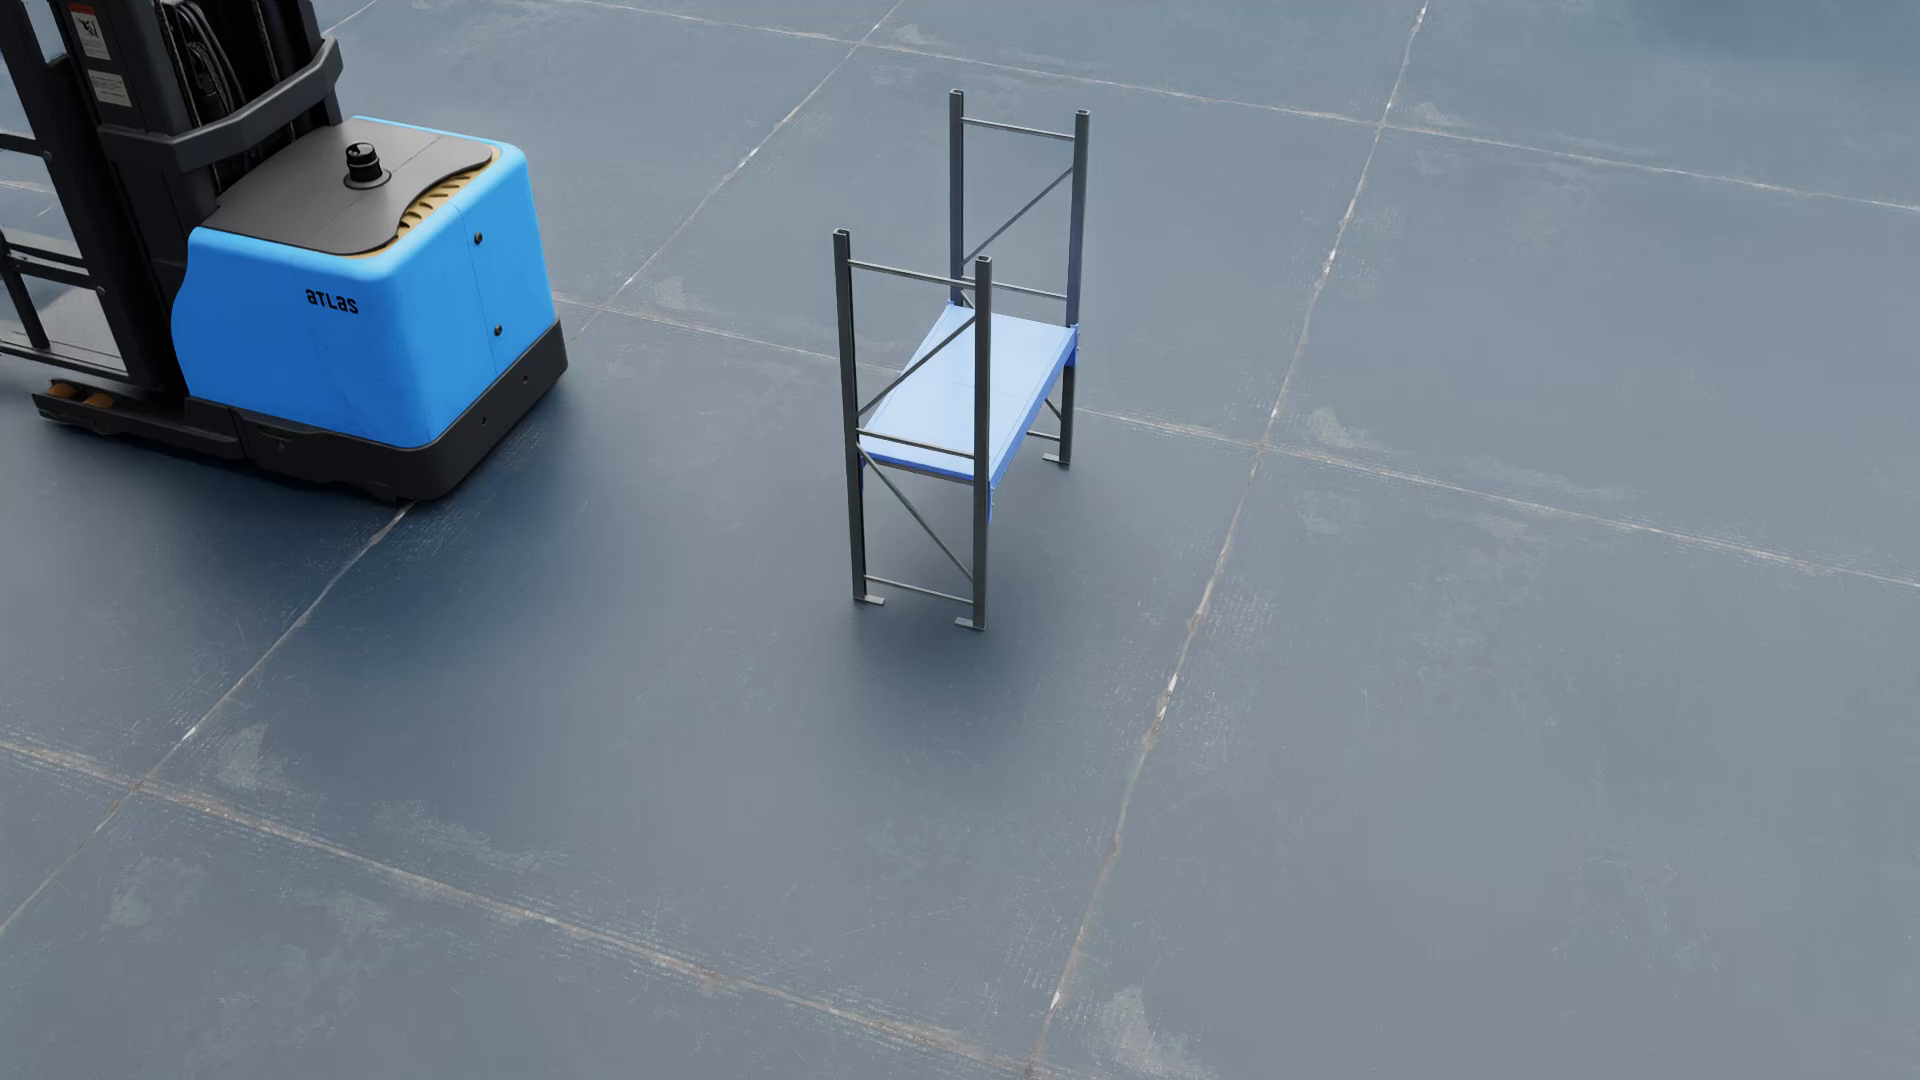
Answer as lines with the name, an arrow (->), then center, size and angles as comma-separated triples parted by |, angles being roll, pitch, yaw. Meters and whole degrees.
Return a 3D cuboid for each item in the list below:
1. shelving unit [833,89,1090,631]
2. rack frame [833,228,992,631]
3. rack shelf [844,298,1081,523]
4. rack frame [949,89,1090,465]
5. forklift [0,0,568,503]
shelving unit -> 0.029, -0.623, 5.824 | 0.538, 1.500, 1.048 | 13, 42, 15
rack frame -> -0.145, -0.313, 5.461 | 0.500, 1.500, 0.032 | 13, 42, 15
rack shelf -> 0.029, -0.486, 5.941 | 0.538, 0.185, 1.000 | 13, 42, 15
rack frame -> 0.203, -0.933, 6.188 | 0.500, 1.500, 0.032 | 13, 42, 15
forklift -> -3.221, -1.849, 6.159 | 3.031, 2.935, 1.130 | 13, 42, 15
